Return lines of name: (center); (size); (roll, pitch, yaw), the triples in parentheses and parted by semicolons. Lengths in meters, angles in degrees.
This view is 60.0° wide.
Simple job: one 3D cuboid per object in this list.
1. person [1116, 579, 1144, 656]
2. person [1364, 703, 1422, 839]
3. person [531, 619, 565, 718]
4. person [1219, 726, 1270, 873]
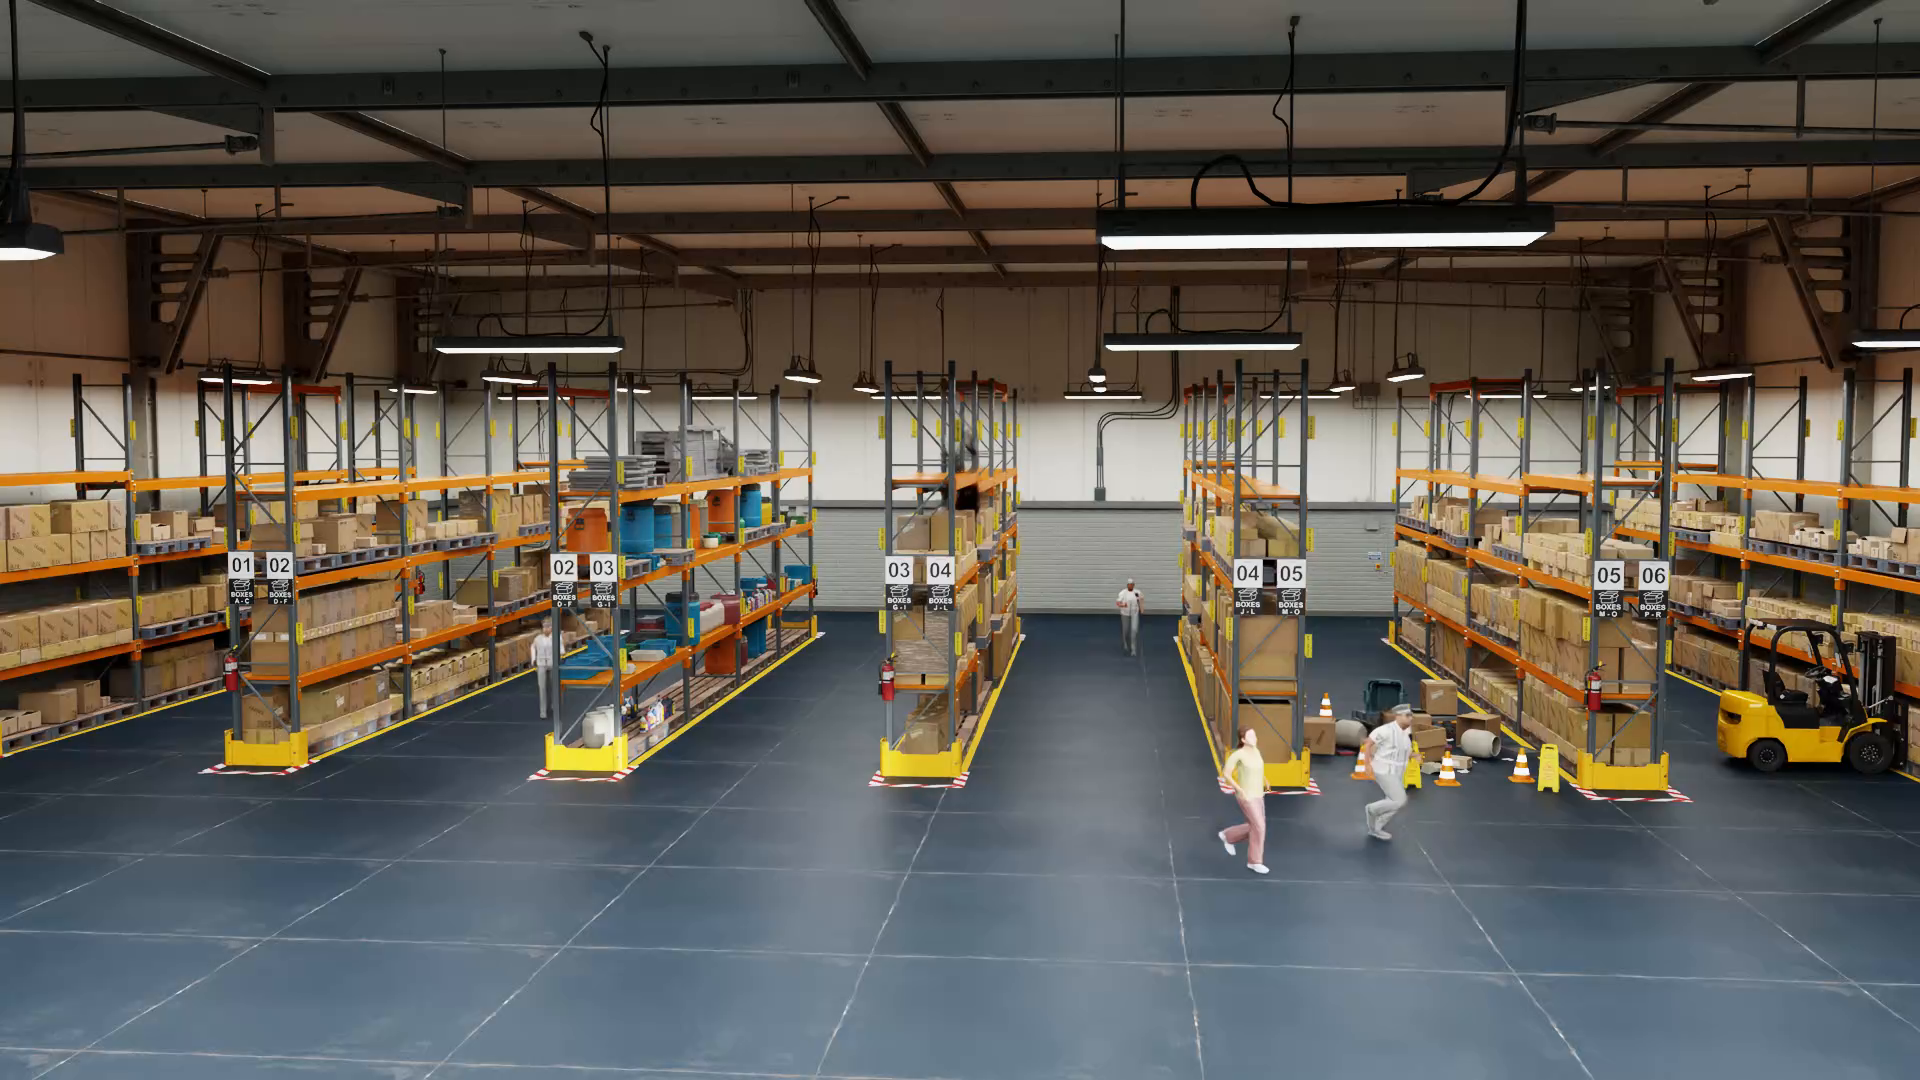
person: (3.817, 1.705, 37.283); (0.618, 1.694, 0.900); (0, 4, 6)
person: (5.294, 2.810, 20.239); (0.685, 1.692, 0.627); (3, 5, 41)
person: (-7.237, 2.218, 29.179); (0.611, 1.676, 0.940); (-1, 4, -8)
person: (3.264, 2.940, 19.031); (0.575, 1.653, 0.687); (-3, 5, -43)
